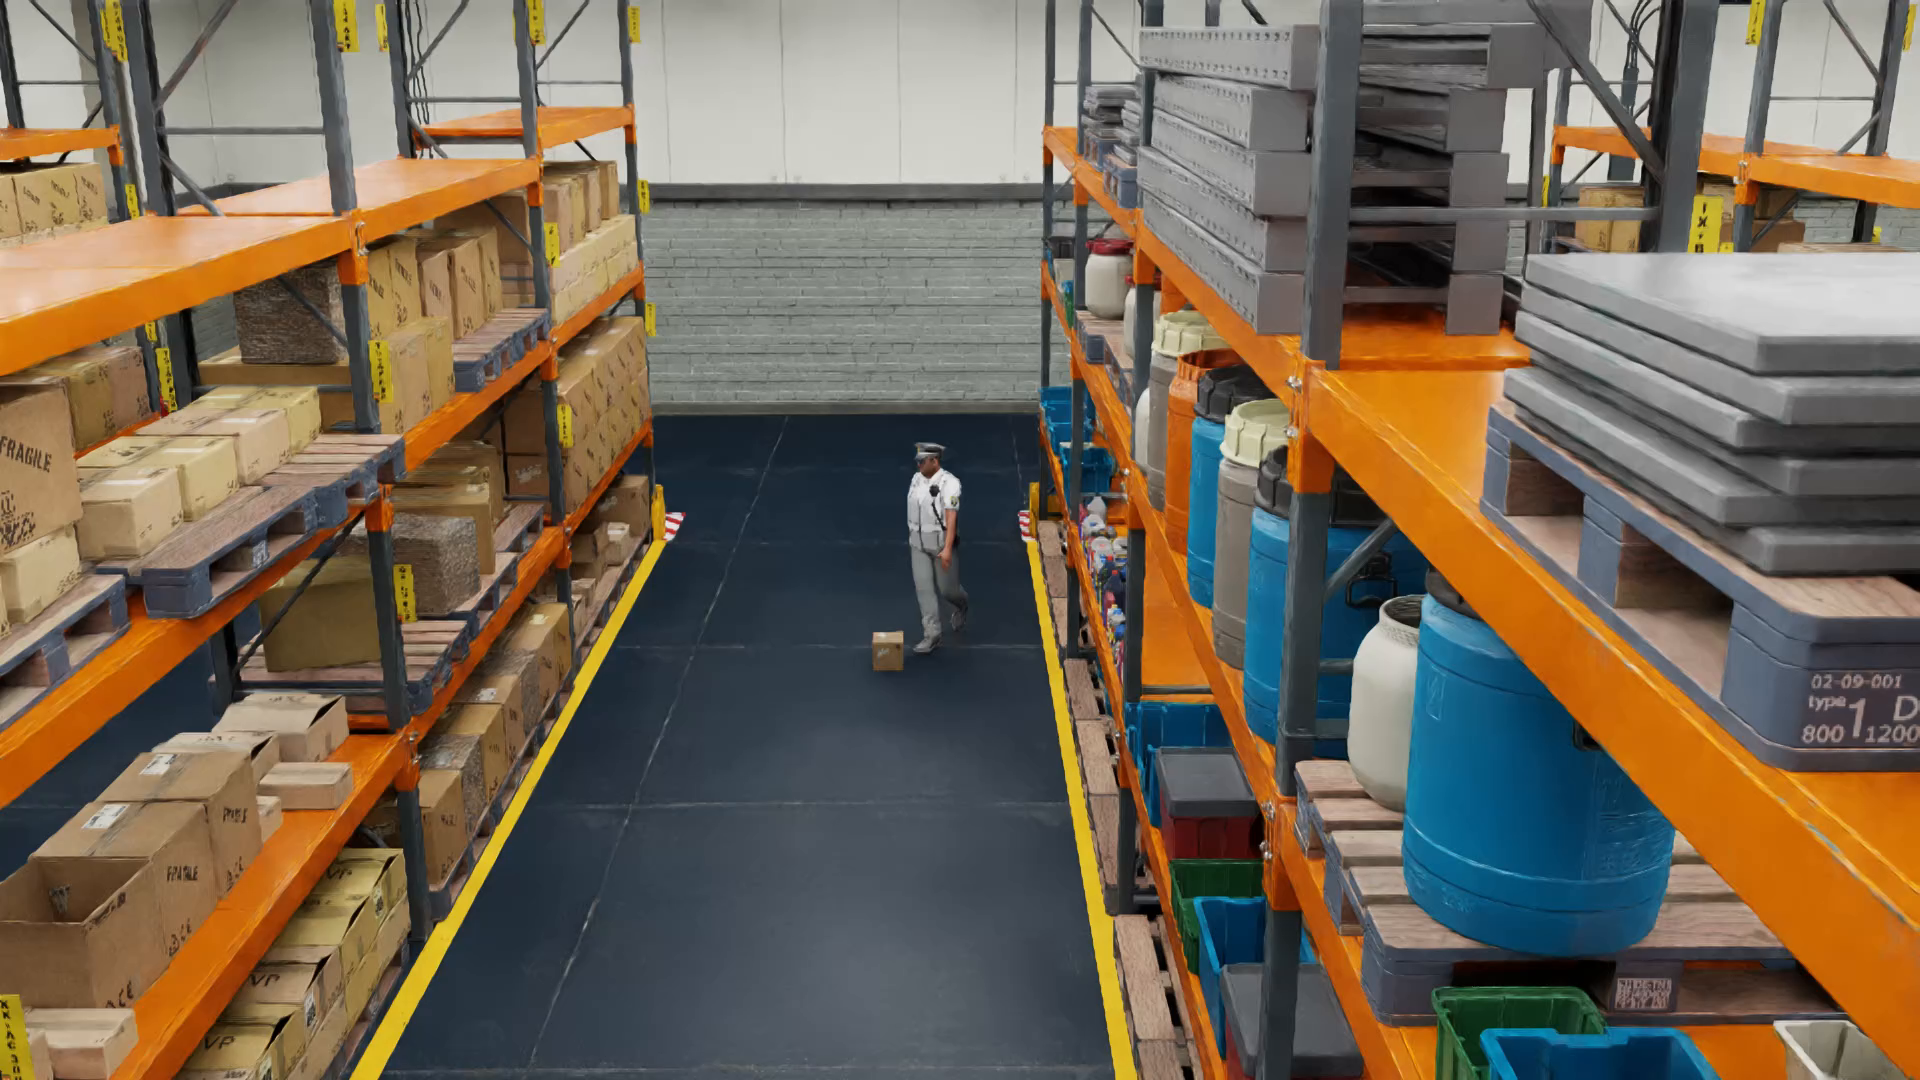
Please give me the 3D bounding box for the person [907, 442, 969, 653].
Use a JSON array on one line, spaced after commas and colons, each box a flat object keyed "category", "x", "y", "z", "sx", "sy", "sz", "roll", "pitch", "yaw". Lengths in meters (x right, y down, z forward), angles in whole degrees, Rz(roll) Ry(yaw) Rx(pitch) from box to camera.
[{"category": "person", "x": -0.216, "y": 0.019, "z": 13.960, "sx": 0.546, "sy": 1.723, "sz": 0.817, "roll": 9, "pitch": 19, "yaw": 28}]
